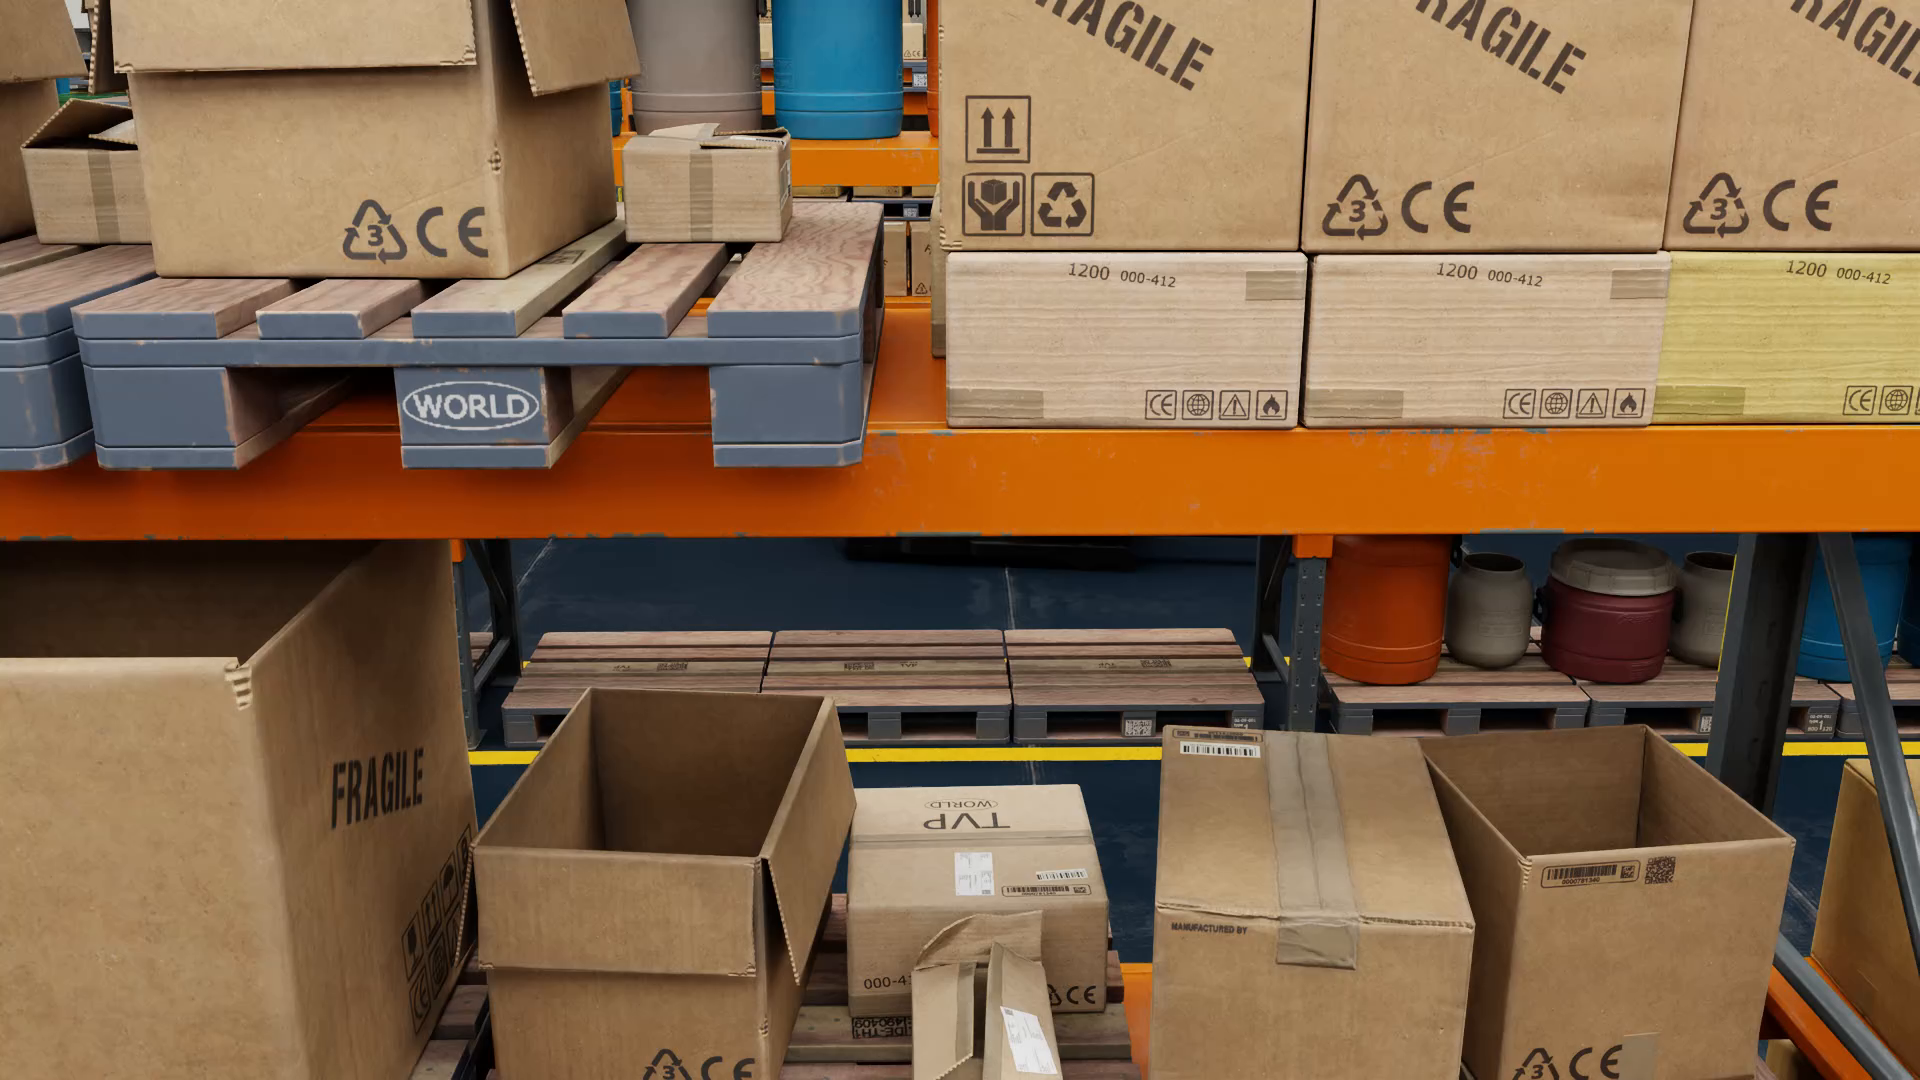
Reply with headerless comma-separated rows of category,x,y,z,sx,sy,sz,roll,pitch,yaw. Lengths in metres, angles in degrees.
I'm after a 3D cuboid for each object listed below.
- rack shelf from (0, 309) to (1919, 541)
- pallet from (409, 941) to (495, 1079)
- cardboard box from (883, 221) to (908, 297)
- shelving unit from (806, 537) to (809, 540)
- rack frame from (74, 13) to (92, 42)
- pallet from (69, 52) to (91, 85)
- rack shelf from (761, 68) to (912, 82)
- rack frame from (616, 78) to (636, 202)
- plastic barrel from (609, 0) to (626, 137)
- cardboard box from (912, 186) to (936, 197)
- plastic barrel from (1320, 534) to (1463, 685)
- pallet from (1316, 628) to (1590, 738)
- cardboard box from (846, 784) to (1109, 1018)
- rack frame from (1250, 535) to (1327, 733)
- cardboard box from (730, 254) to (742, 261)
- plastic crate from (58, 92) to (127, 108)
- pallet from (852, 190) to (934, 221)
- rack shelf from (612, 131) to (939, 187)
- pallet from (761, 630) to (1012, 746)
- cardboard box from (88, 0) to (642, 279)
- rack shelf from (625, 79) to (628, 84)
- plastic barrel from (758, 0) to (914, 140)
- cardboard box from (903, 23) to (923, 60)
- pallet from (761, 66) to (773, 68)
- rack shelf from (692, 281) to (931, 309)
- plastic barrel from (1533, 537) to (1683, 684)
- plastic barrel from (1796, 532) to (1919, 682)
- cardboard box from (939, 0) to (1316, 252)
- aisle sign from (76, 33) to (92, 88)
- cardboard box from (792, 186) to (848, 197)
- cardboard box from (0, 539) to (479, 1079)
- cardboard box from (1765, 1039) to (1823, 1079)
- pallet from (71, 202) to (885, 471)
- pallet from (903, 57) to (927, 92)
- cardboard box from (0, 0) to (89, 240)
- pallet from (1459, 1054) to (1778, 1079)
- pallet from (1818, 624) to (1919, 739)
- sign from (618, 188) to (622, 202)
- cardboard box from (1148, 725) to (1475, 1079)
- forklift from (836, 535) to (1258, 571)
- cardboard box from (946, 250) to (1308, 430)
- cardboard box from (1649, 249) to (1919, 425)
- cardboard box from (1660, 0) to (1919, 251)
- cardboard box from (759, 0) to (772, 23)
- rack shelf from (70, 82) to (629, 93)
rack shelf,-0.297,-0.156,2.891,4.000,0.370,1.077,0,18,-1
pallet,-1.530,1.071,3.111,1.213,0.211,1.003,0,18,-1
cardboard box,-0.653,-2.138,12.637,0.500,0.500,0.500,0,18,-1
shelving unit,-0.887,-0.529,10.978,0.252,1.050,0.215,2,18,5
rack frame,-6.449,-4.924,11.664,0.127,3.000,1.000,0,18,-1
pallet,-5.741,-3.449,12.122,1.213,0.211,1.003,0,18,-1
rack shelf,-0.531,-4.695,17.039,4.000,0.370,1.077,0,18,-1
rack frame,-2.449,-2.086,12.641,0.127,3.000,1.000,0,18,-1
plastic barrel,-1.870,-2.309,7.604,0.708,0.901,0.600,0,18,-1
cardboard box,-0.247,-3.858,17.278,0.500,0.500,0.700,0,18,-1
plastic barrel,2.114,0.233,8.276,0.708,0.830,0.600,0,18,-1
pallet,2.413,0.718,8.462,1.213,0.211,1.003,0,18,-1
cardboard box,0.024,0.729,3.422,0.500,0.250,0.500,-1,18,-2
rack frame,1.625,-0.593,7.985,0.127,3.000,1.000,0,18,-1
cardboard box,-1.957,-2.031,12.713,0.500,0.250,0.500,1,18,3
plastic crate,-3.957,-1.976,7.734,0.450,0.188,0.336,0,18,-1
pallet,-0.510,-3.505,17.378,1.213,0.211,1.003,0,18,-1
rack shelf,-0.375,-1.669,7.607,4.000,0.370,1.077,0,18,-1
pallet,-0.367,0.732,8.421,1.213,0.211,1.003,0,18,-1
cardboard box,-0.883,-0.715,2.599,0.637,0.503,0.797,0,18,1
rack shelf,-4.531,-4.675,16.979,4.000,0.370,1.077,0,18,-1
plastic barrel,-0.562,-2.316,7.624,0.708,0.901,0.600,0,18,-1
cardboard box,-0.536,-3.634,12.112,0.500,0.250,0.500,-2,18,-6
pallet,-1.912,-4.909,16.836,1.003,0.211,1.213,0,18,-1
rack shelf,-0.449,-1.753,12.781,4.000,0.370,1.077,0,18,-1
plastic barrel,3.243,0.342,8.330,0.708,0.588,0.600,0,18,-1
plastic barrel,4.372,0.188,8.299,0.708,0.901,0.600,0,18,-1
cardboard box,0.222,-0.712,2.463,0.500,0.500,0.500,0,18,0
aisle sign,-6.519,-3.394,12.462,0.004,0.787,0.394,0,18,-1
cardboard box,-1.463,-3.849,17.251,0.500,0.500,0.700,2,18,5
cardboard box,-1.500,0.492,2.932,1.000,1.000,1.000,0,18,0
cardboard box,2.393,1.735,3.520,0.875,0.875,1.225,-1,18,-3
pallet,-0.640,-0.376,2.706,1.003,0.211,1.213,0,18,-1
pallet,-0.245,-3.407,12.157,1.213,0.211,1.003,1,18,2
cardboard box,-1.825,-0.710,2.584,0.637,0.503,0.797,-1,18,-4
pallet,0.992,1.047,3.186,1.003,0.211,1.213,0,18,-1
pallet,4.852,0.707,8.499,1.213,0.211,1.003,0,18,-1
sign,-2.439,-2.367,11.968,0.005,0.325,0.100,0,18,-1
cardboard box,0.607,0.720,3.040,0.500,0.500,0.700,2,18,7
forklift,0.753,-1.374,10.532,3.031,2.935,1.130,2,18,5
cardboard box,0.234,-0.352,2.568,0.500,0.250,0.500,0,18,1
cardboard box,1.232,-0.360,2.593,0.500,0.250,0.500,0,18,-1
cardboard box,1.230,-0.715,2.474,0.500,0.500,0.500,0,18,1
cardboard box,-1.263,-4.001,12.029,0.500,0.500,0.500,1,18,4
rack shelf,-4.449,-3.163,12.262,4.000,0.370,1.077,0,18,-1
